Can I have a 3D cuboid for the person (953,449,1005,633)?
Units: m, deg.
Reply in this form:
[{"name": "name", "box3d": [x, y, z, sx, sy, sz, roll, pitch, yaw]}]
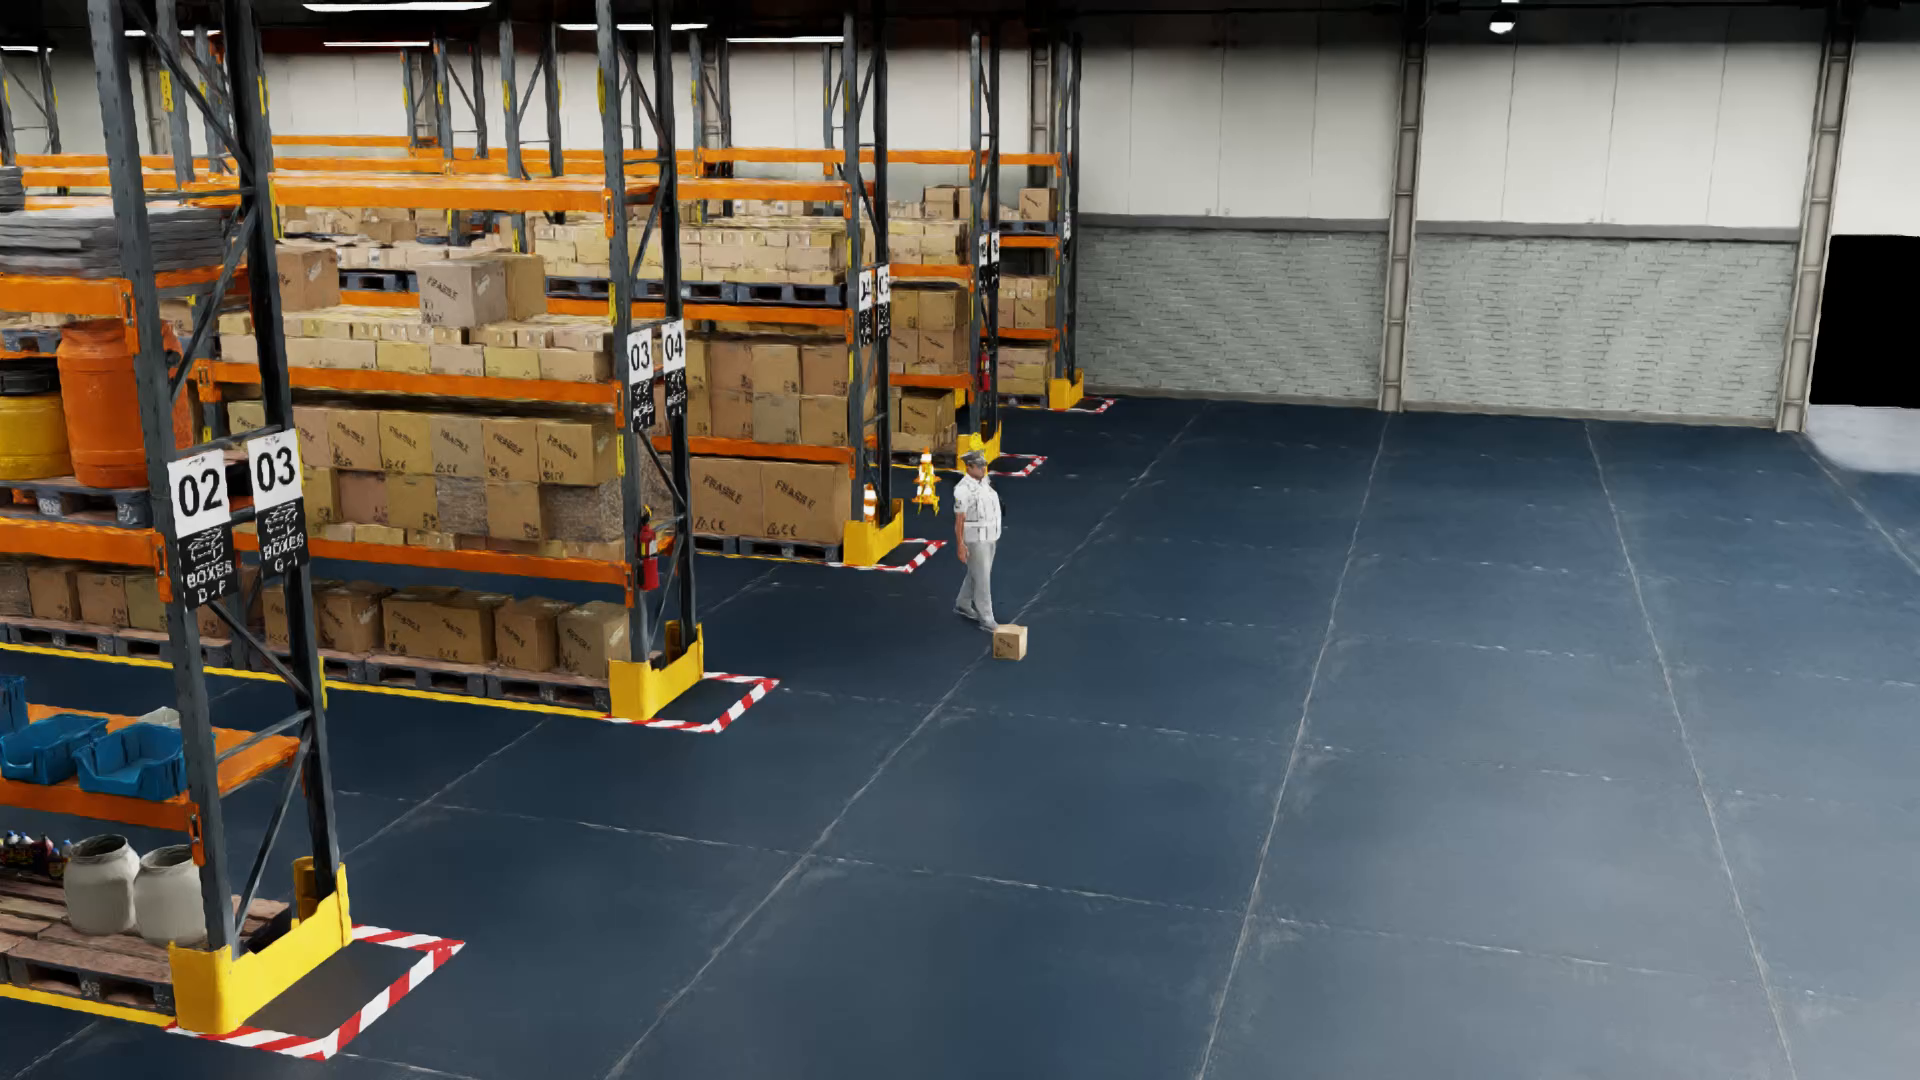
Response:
[{"name": "person", "box3d": [0.205, -0.023, 16.036, 0.735, 1.757, 0.570, 9, 17, 30]}]
